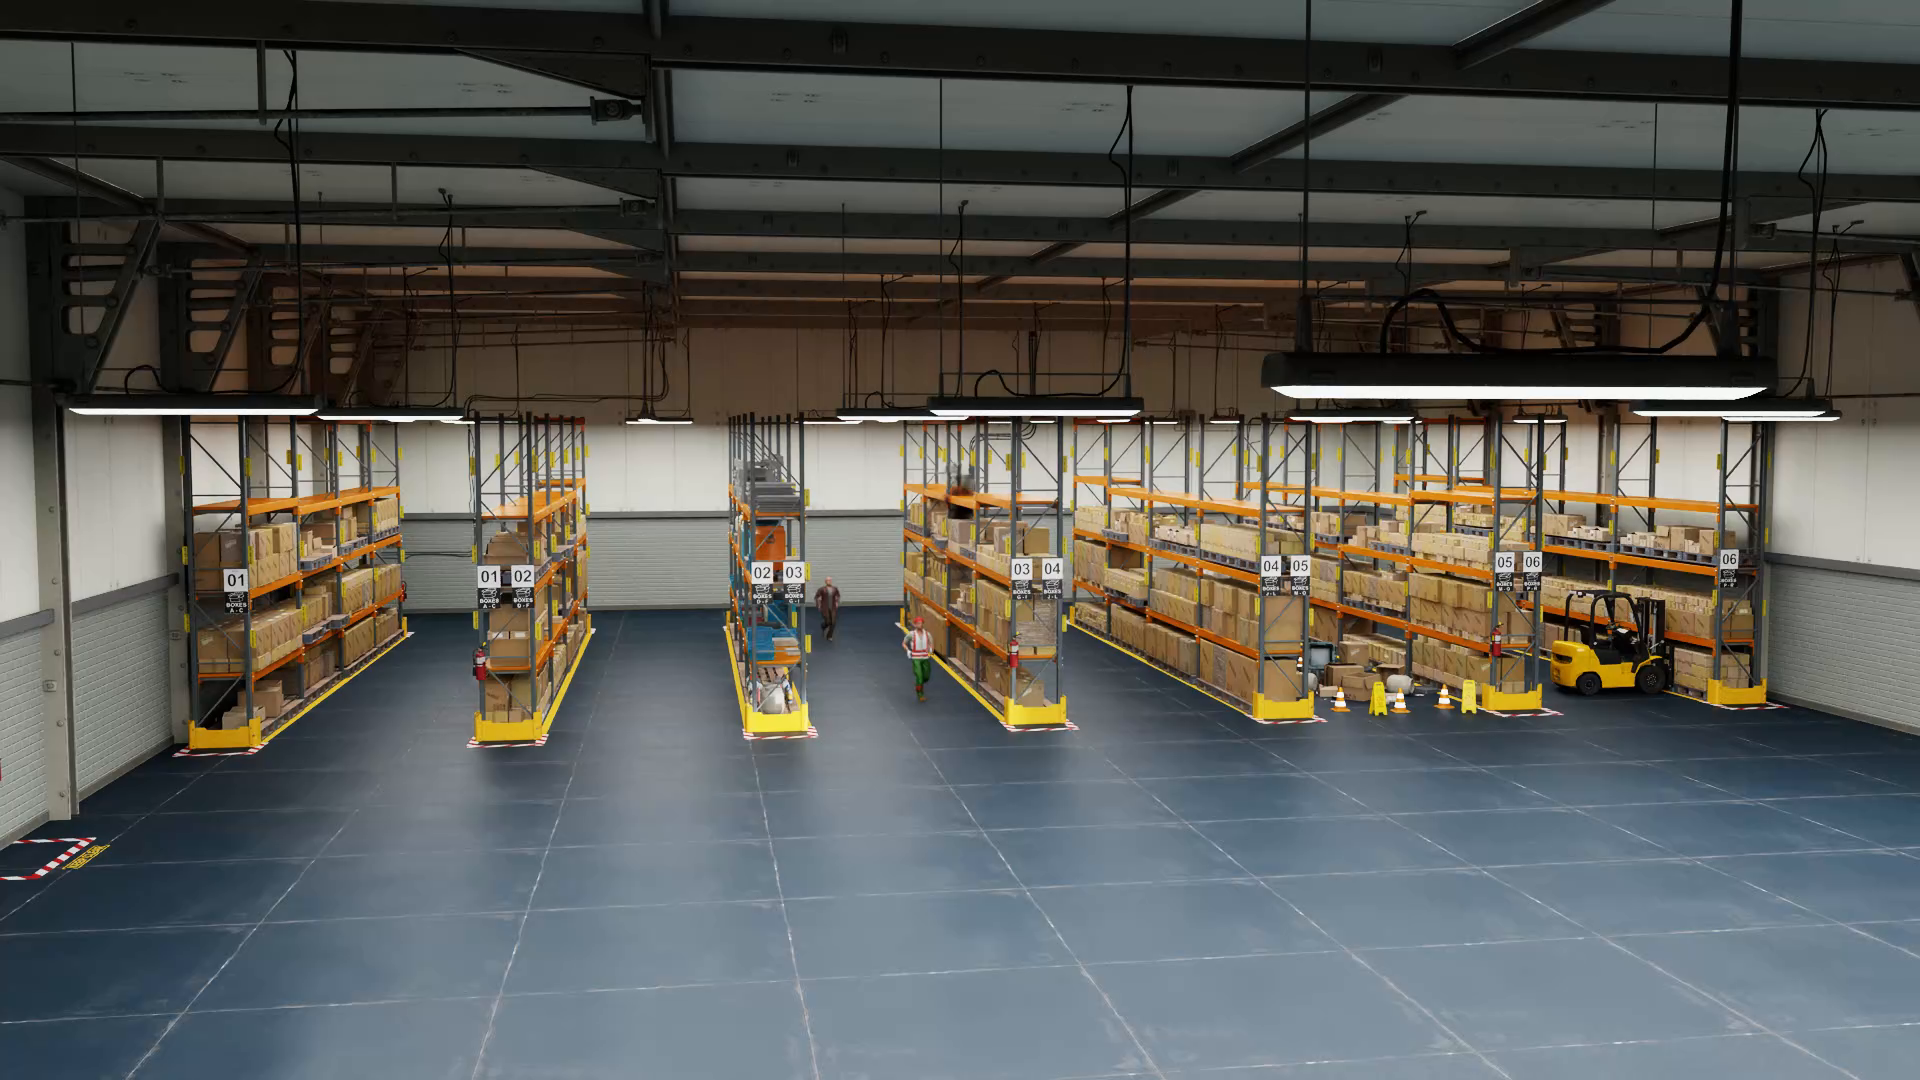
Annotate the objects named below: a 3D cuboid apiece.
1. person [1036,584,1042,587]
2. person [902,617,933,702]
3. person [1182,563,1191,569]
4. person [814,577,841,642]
[{"bbox_3d":[2.274,1.608,49.158,0.790,1.585,0.649,3,5,35],"label":"person"},{"bbox_3d":[-0.861,2.483,34.824,0.663,1.748,0.780,-1,4,-20],"label":"person"},{"bbox_3d":[6.926,1.425,50.476,0.812,1.730,0.612,-1,4,-14],"label":"person"},{"bbox_3d":[-3.507,1.847,44.391,0.713,1.734,0.634,-1,4,-21],"label":"person"}]
